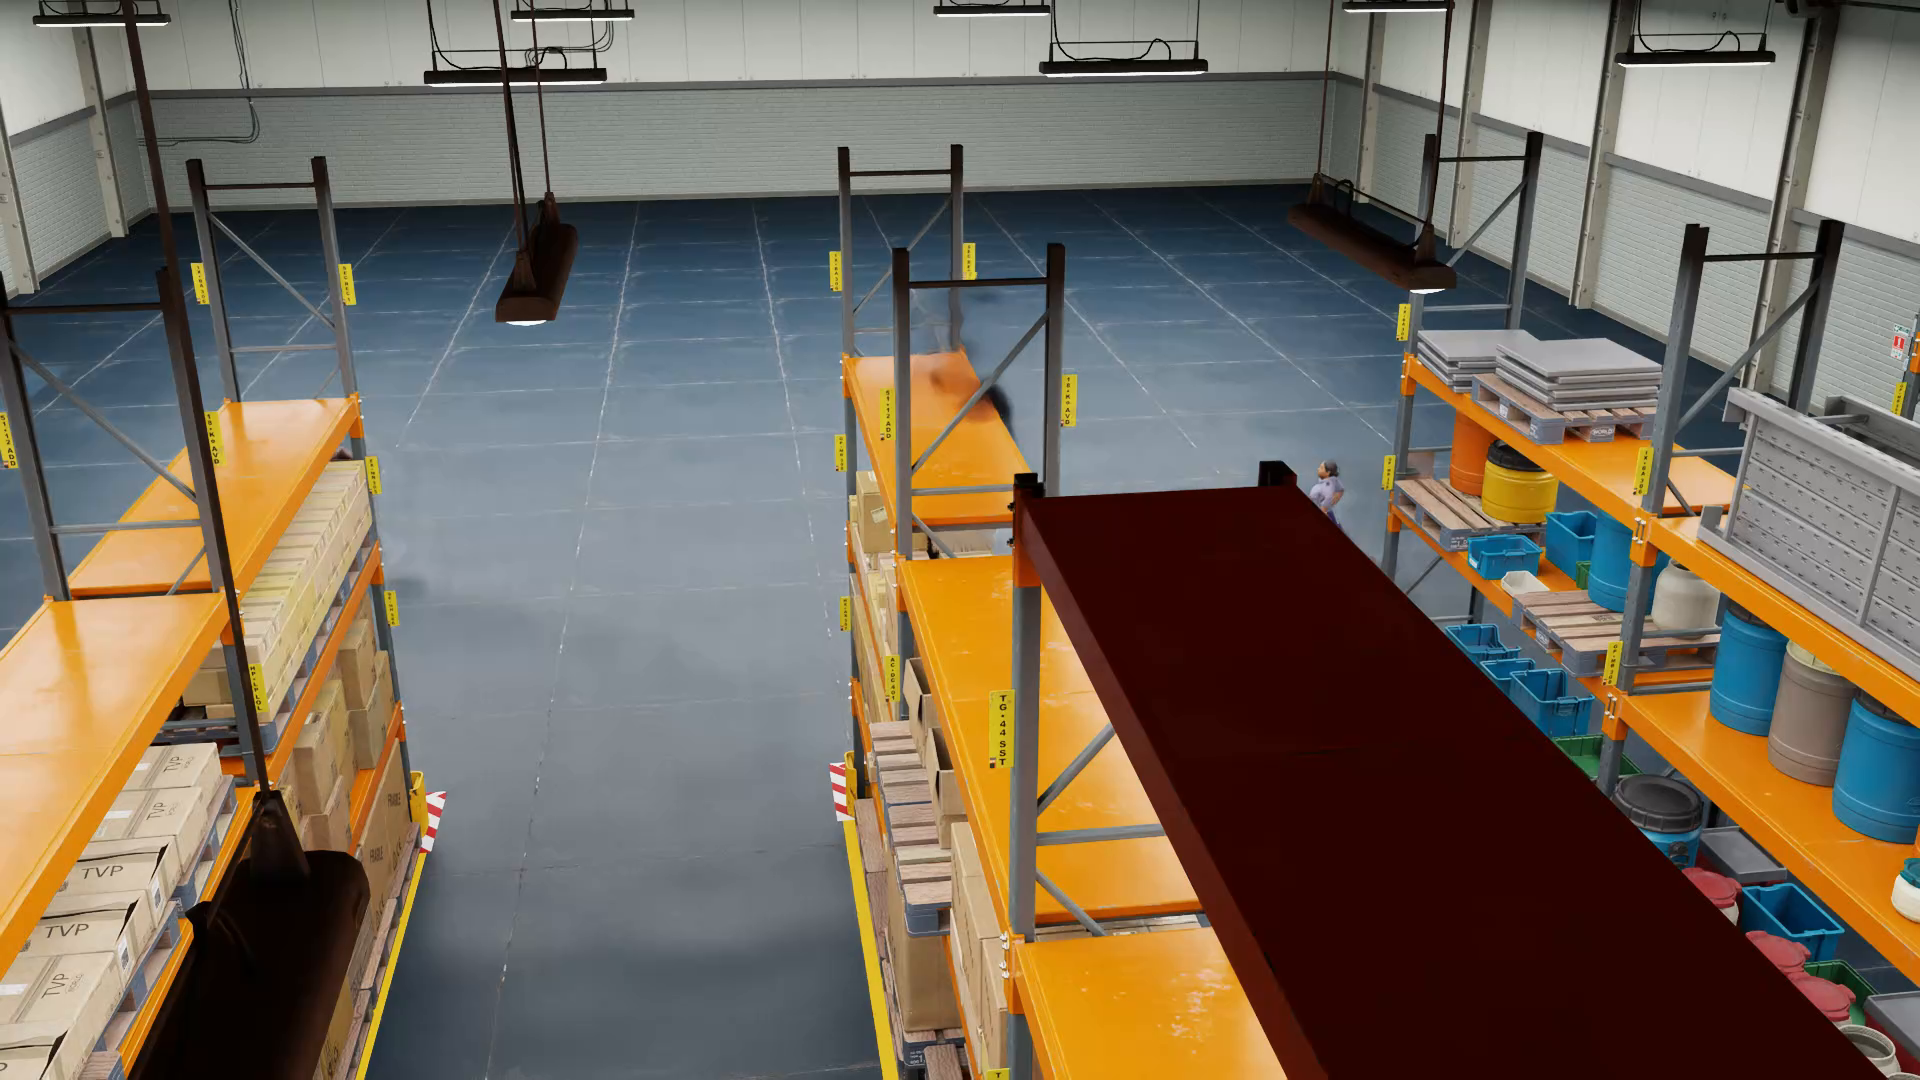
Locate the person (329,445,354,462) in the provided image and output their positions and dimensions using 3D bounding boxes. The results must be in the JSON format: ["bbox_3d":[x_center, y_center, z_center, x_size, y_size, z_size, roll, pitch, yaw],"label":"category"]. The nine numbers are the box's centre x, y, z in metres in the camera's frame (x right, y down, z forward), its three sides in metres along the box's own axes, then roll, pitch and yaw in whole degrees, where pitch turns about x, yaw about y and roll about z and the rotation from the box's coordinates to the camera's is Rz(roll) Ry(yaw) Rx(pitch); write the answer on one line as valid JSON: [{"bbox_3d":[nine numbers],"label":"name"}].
[{"bbox_3d":[-7.822,-0.523,20.573,0.798,1.823,0.671,9,23,22],"label":"person"}]

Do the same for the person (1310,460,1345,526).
[{"bbox_3d":[4.311,-0.185,19.938,0.641,1.590,0.582,3,22,7],"label":"person"}]
